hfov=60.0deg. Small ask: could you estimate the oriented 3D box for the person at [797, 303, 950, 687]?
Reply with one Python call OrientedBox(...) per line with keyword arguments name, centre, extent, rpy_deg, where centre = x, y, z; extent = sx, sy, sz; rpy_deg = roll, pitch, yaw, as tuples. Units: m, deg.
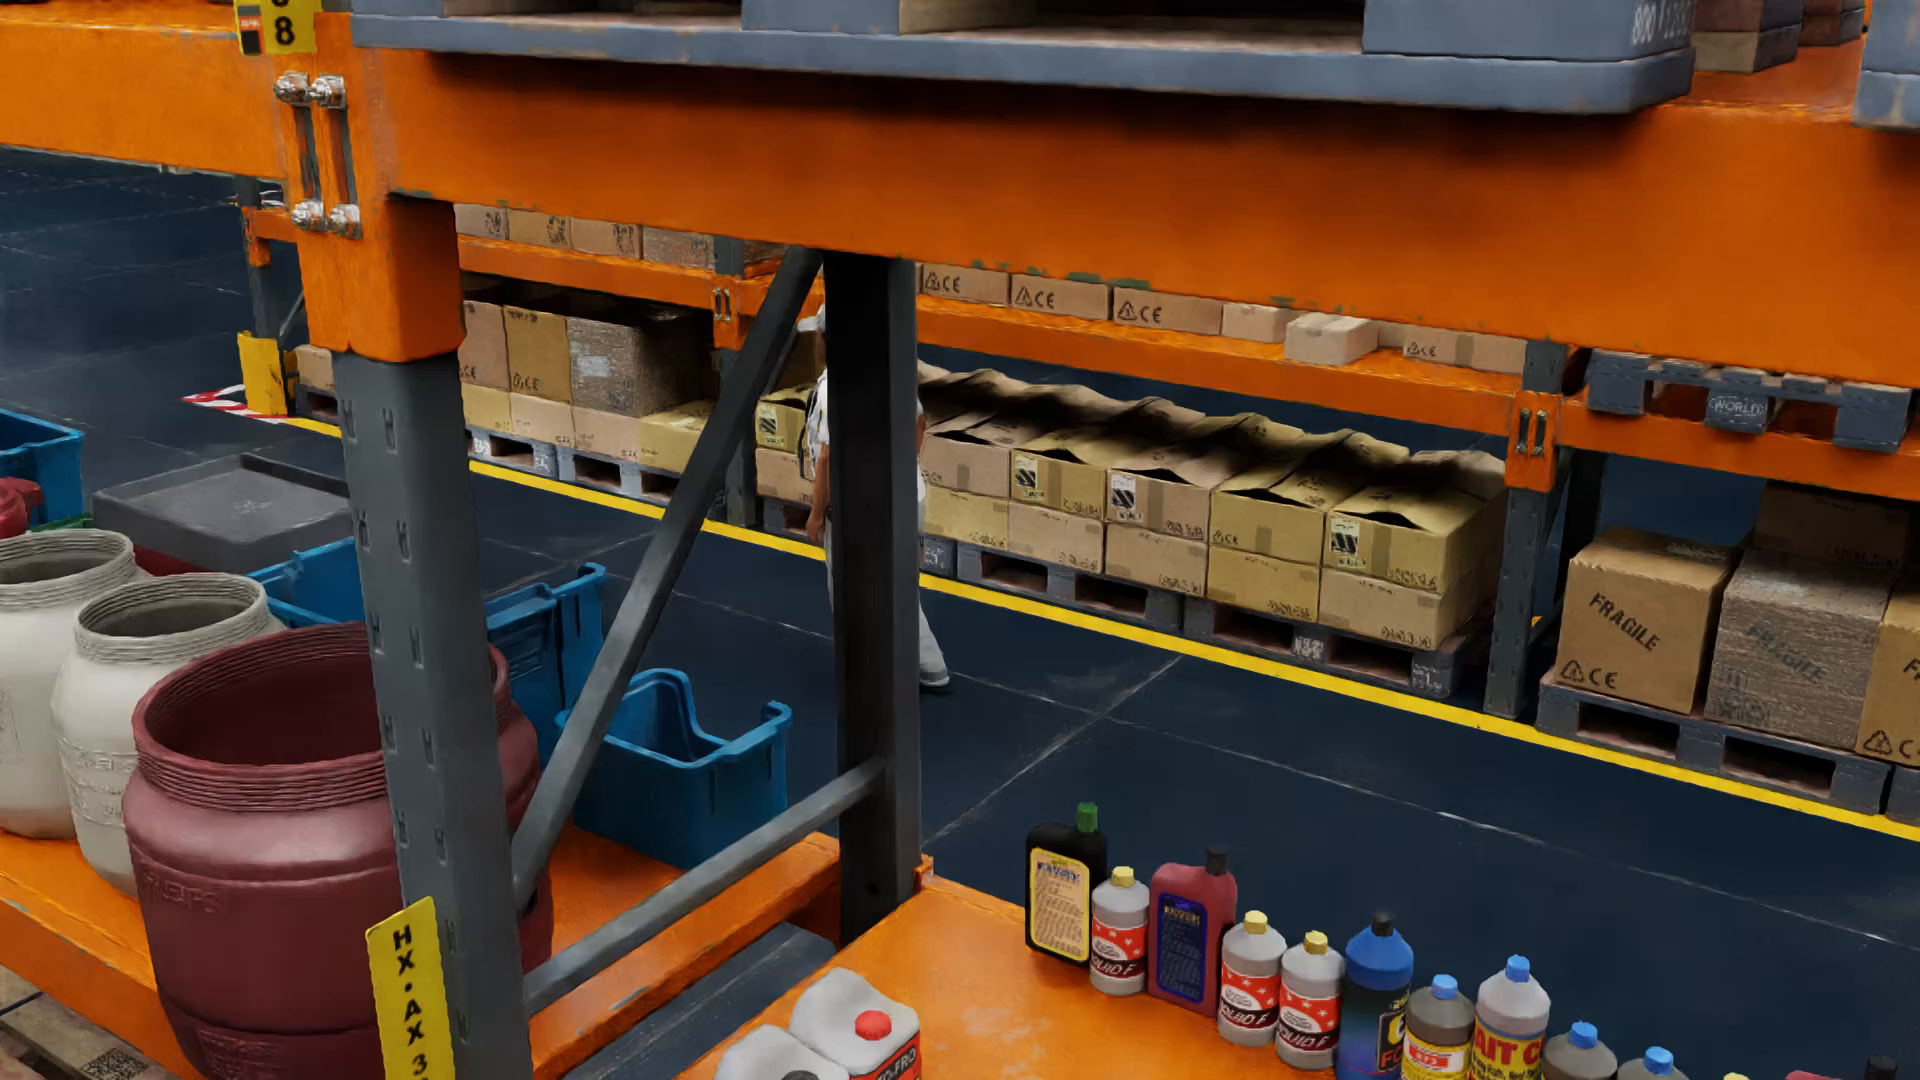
OrientedBox(name="person", centre=(-0.365, -0.124, 6.470), extent=(0.556, 1.619, 0.621), rpy_deg=(12, 23, 30))
